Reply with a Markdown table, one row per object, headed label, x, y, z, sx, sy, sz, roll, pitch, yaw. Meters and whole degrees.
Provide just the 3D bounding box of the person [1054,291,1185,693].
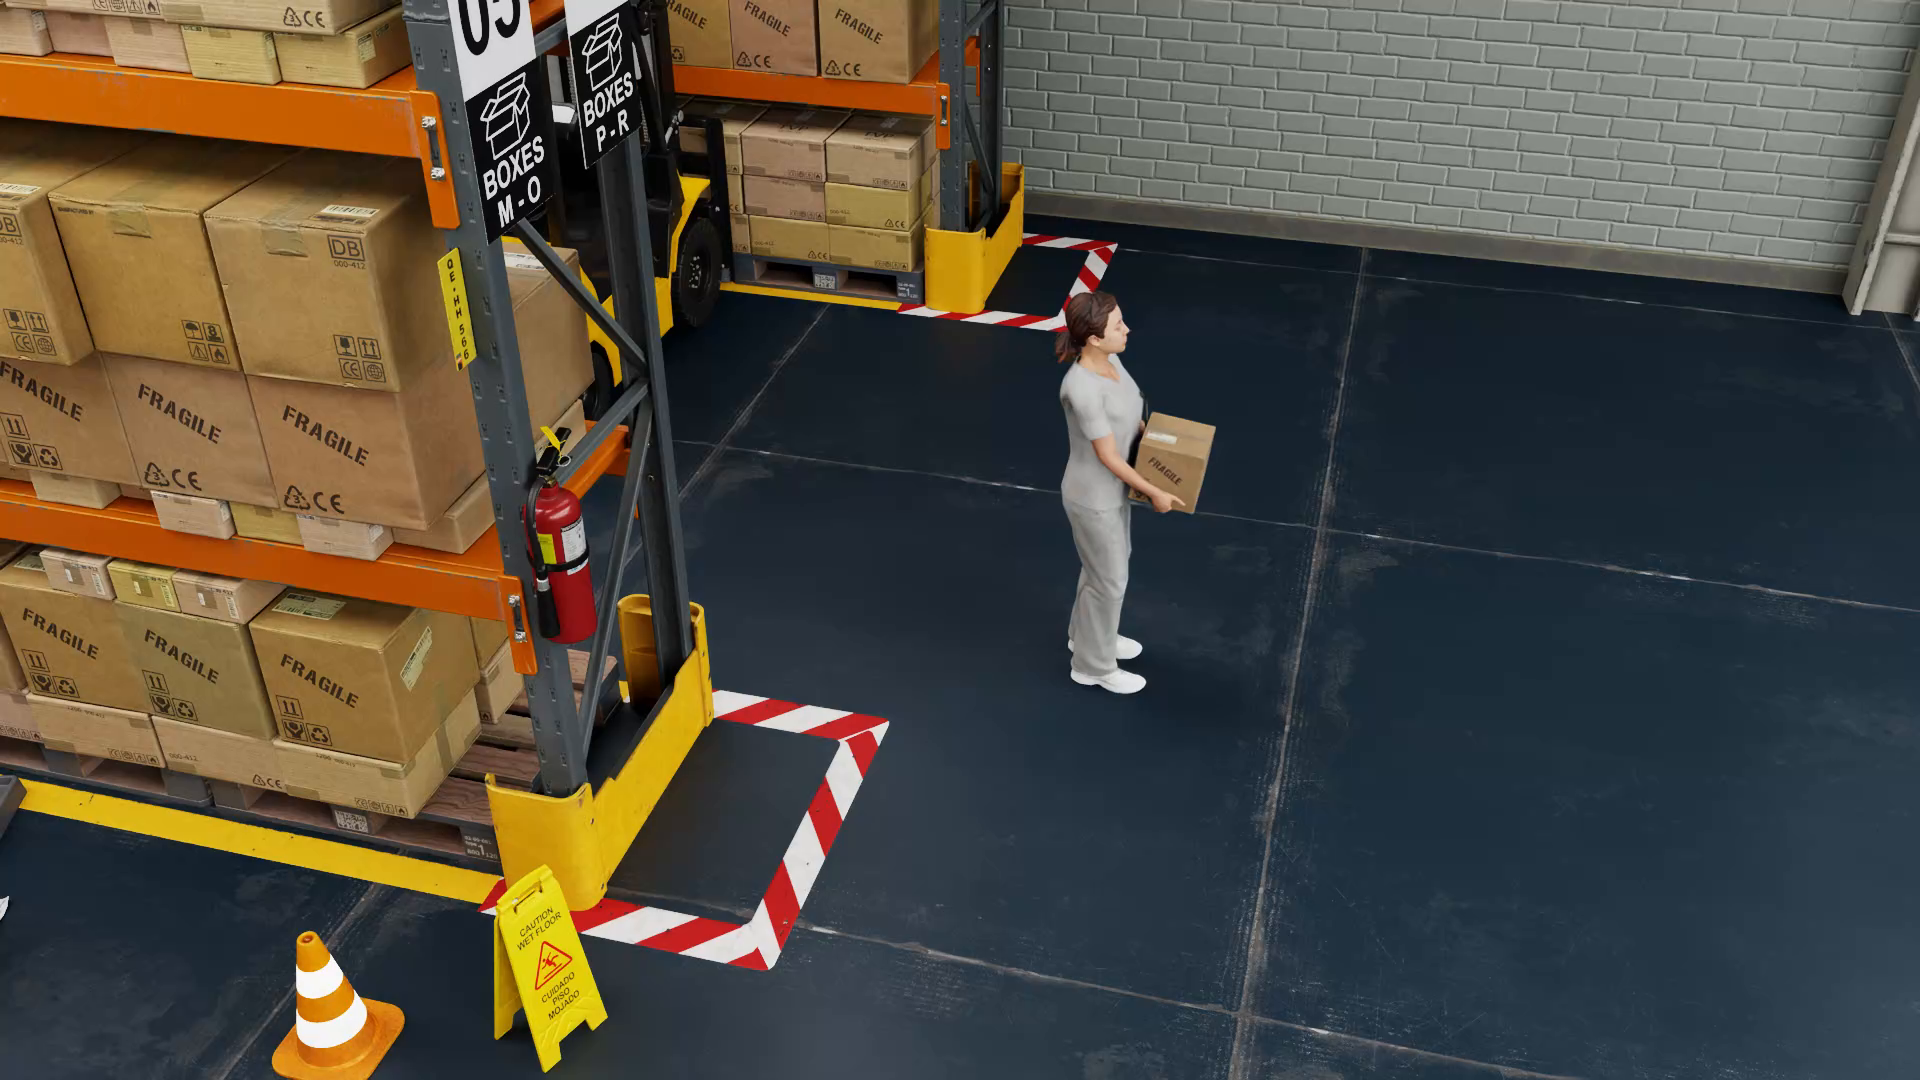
| label | x | y | z | sx | sy | sz | roll | pitch | yaw |
| --- | --- | --- | --- | --- | --- | --- | --- | --- | --- |
| person | 0.608 | -0.168 | 6.412 | 0.558 | 1.664 | 0.436 | 9 | 34 | 13 |
